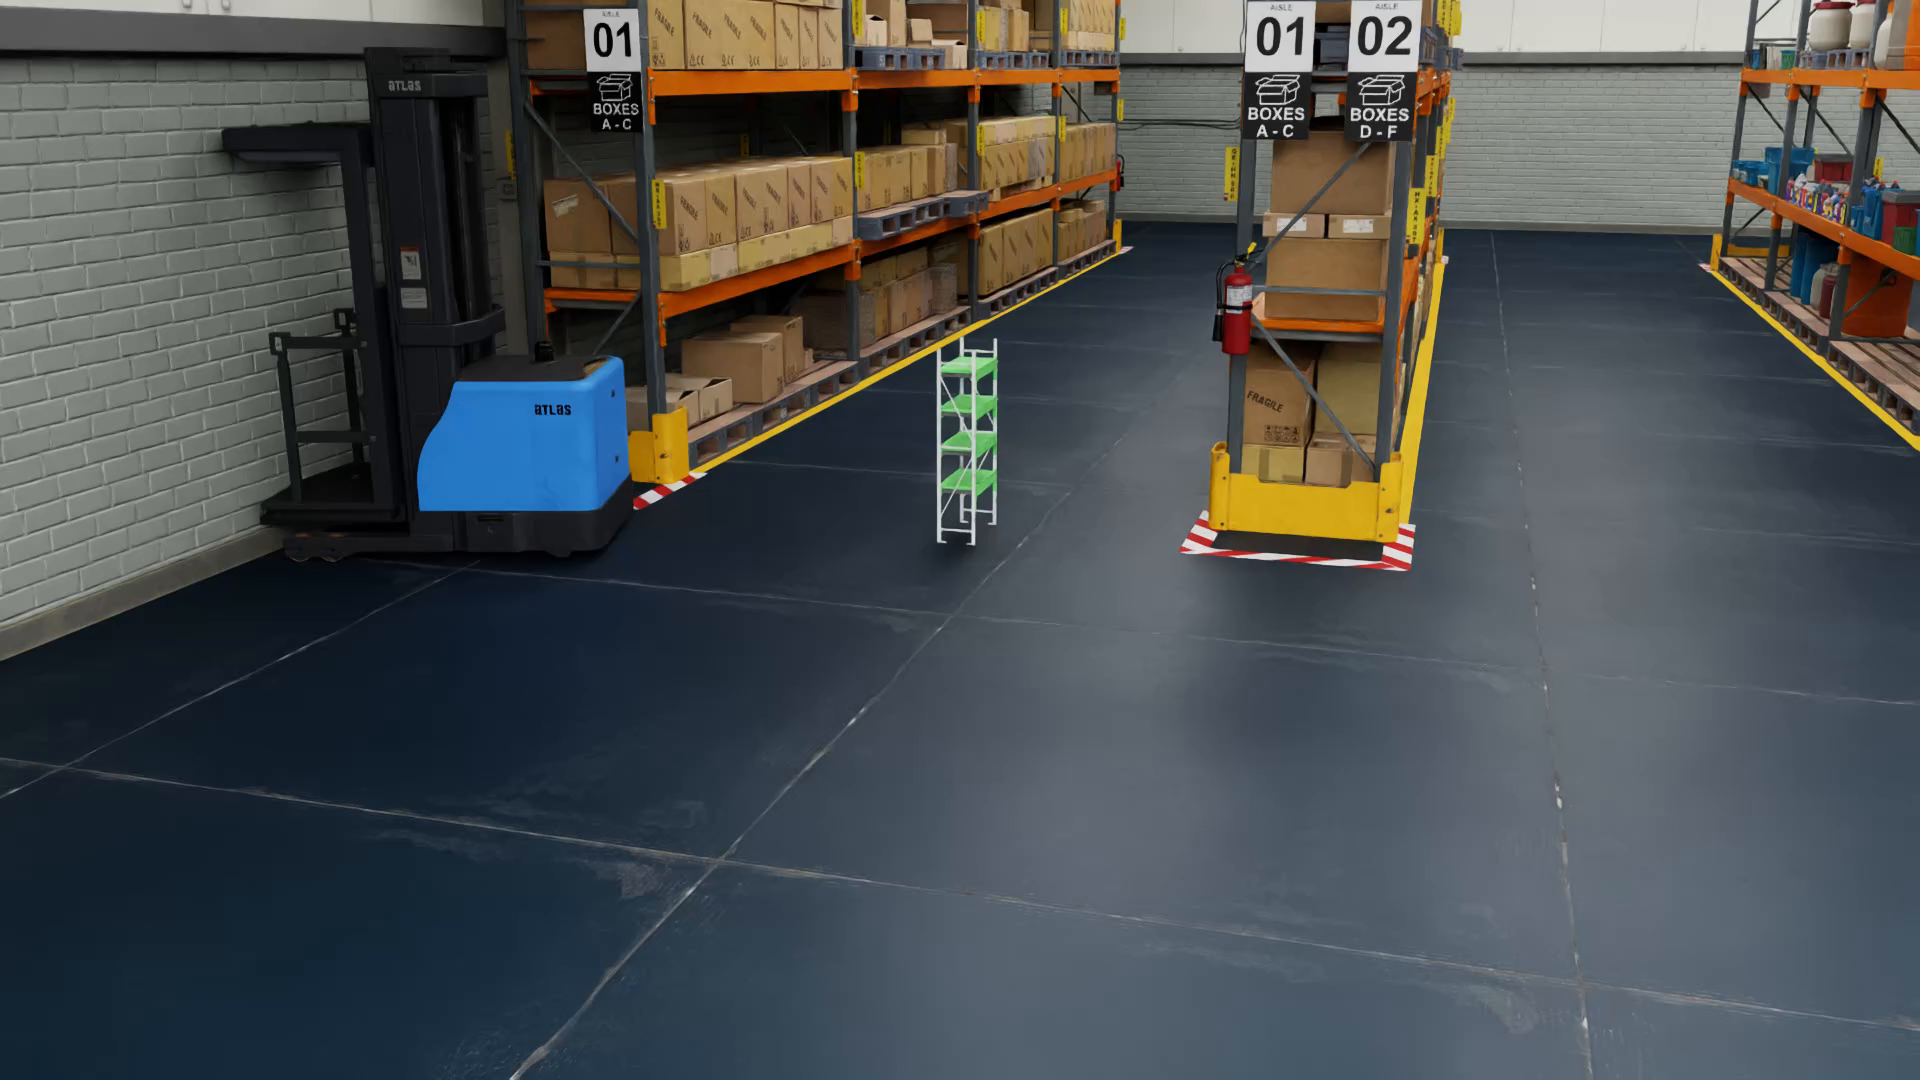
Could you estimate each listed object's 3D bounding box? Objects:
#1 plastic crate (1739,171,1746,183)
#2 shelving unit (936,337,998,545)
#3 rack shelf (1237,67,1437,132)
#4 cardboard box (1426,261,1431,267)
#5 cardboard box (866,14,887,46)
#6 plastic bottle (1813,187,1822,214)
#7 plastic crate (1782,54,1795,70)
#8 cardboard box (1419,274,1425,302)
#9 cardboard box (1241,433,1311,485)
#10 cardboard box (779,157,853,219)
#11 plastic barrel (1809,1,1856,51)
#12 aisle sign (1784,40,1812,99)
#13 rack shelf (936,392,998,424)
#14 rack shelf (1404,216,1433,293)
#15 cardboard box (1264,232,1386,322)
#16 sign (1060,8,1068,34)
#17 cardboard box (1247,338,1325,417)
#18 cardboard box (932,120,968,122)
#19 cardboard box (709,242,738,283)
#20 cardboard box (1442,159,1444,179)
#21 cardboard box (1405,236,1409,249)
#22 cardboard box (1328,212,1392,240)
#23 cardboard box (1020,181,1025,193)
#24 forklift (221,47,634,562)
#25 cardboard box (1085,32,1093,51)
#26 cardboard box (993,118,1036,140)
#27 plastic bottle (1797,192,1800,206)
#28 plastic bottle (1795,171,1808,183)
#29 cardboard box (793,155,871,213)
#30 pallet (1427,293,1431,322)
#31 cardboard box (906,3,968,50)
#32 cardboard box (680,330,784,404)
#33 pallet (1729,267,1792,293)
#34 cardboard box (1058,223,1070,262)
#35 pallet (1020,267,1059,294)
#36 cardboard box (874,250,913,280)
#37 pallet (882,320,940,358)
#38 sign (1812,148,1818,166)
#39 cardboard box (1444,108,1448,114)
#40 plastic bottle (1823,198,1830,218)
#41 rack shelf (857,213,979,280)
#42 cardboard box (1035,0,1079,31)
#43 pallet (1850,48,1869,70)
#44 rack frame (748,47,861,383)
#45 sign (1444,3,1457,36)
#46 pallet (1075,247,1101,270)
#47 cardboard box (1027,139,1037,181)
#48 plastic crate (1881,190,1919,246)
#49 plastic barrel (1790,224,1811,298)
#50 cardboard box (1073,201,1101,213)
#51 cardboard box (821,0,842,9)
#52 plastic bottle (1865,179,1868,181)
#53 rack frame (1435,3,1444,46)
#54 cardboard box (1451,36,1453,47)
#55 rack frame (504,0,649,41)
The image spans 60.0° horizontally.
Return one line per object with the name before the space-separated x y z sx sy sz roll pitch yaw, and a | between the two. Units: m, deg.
plastic crate | 10.732 -4.928 22.581 0.250 0.136 0.298 5 16 16
shelving unit | 0.047 -0.621 10.318 0.258 1.200 0.503 5 16 16
rack shelf | 2.755 -3.140 11.723 1.077 0.370 4.000 5 16 16
cardboard box | 5.007 -2.856 18.676 0.500 0.500 0.500 4 16 14
cardboard box | -1.020 -4.849 15.826 0.500 0.311 0.500 5 17 18
plastic bottle | 9.329 -3.692 18.064 0.061 0.283 0.133 5 16 16
plastic crate | 10.175 -5.749 19.993 0.450 0.188 0.662 5 16 16
cardboard box | 4.547 -2.605 17.259 0.500 0.311 0.500 5 17 17
cardboard box | 2.055 -0.562 11.083 0.500 0.250 0.500 5 16 16
cardboard box | -1.265 -3.100 14.624 0.500 0.500 0.500 5 16 16
plastic barrel | 9.955 -5.866 18.998 0.433 0.535 0.433 0 16 0
aisle sign | 11.783 -6.567 23.221 0.394 0.787 0.004 5 16 16
rack shelf | 0.047 -0.790 10.270 0.258 0.148 0.480 5 16 16
rack shelf | 3.891 -2.743 15.822 1.077 0.370 4.000 5 16 16
cardboard box | 2.331 -1.689 10.603 0.700 0.500 0.500 5 16 16
sign | 1.369 -6.846 21.947 0.100 0.325 0.005 5 16 16
cardboard box | 2.324 -1.186 11.907 0.500 0.500 0.500 5 16 16
cardboard box | -0.111 -4.965 20.198 0.500 0.250 0.500 4 16 14
cardboard box | -1.987 -2.080 12.404 0.500 0.250 0.500 4 16 14
cardboard box | 6.576 -5.349 23.508 0.500 0.500 0.500 5 17 16
cardboard box | 3.771 -2.661 14.674 0.380 0.149 0.250 5 16 16
cardboard box | 2.504 -1.966 10.390 0.380 0.149 0.250 5 16 15
cardboard box | 0.618 -4.491 21.091 0.380 0.149 0.250 4 16 14
forklift | -3.630 -1.425 9.981 3.031 2.935 1.130 0 16 1
cardboard box | 1.592 -7.090 23.656 0.500 0.250 0.500 4 16 14
cardboard box | 0.659 -5.195 21.009 0.500 0.250 0.500 5 17 17
plastic bottle | 9.629 -3.912 18.988 0.097 0.201 0.097 0 16 0
plastic bottle | 9.922 -4.173 19.634 0.144 0.351 0.185 5 16 16
cardboard box | -1.250 -3.339 15.616 0.700 0.500 0.500 5 16 16
pallet | 5.057 -2.781 19.749 1.003 0.211 1.213 5 16 16
cardboard box | -0.211 -5.827 18.891 0.700 0.500 0.500 3 16 12
cardboard box | -1.863 -1.423 13.624 0.700 0.500 0.500 4 16 12
pallet | 10.861 -3.448 22.098 1.003 0.211 1.213 5 16 16
cardboard box | 1.157 -4.229 23.554 0.700 0.500 0.500 5 17 17
pallet | 0.699 -3.493 22.257 1.003 0.211 1.213 5 16 16
cardboard box | -0.809 -2.894 17.435 0.500 0.250 0.500 5 16 16
pallet | -0.863 -2.132 17.458 1.003 0.211 1.213 5 16 16
sign | 12.013 -5.360 23.432 0.100 0.325 0.005 5 16 16
cardboard box | 6.293 -5.559 22.416 0.500 0.500 0.500 4 16 14
plastic bottle | 9.196 -3.513 17.581 0.097 0.201 0.097 0 16 0
rack shelf | -0.859 -3.126 17.173 1.077 0.370 4.000 5 16 16
cardboard box | 1.317 -7.189 22.628 0.500 0.500 0.500 4 16 15
pallet | 9.519 -4.772 16.506 1.003 0.211 1.213 5 16 16
rack frame | -1.427 -2.949 15.230 1.000 3.000 0.127 5 16 16
sign | 4.990 -5.297 16.918 0.100 0.325 0.005 5 16 16
pallet | 1.482 -4.214 24.798 1.003 0.211 1.213 5 16 16
cardboard box | 0.670 -4.838 21.123 0.500 0.500 0.500 5 16 16
plastic crate | 8.455 -2.859 14.795 0.402 0.464 0.583 5 16 16
plastic barrel | 10.174 -3.325 19.632 0.600 0.901 0.708 5 16 16
cardboard box | 1.946 -5.095 25.416 0.380 0.149 0.250 5 17 17
cardboard box | -1.310 -4.779 14.131 0.500 0.500 0.500 3 16 11
plastic bottle | 10.543 -4.086 19.465 0.152 0.276 0.135 5 16 16
rack frame | 4.460 -6.499 16.750 1.000 3.000 0.127 5 16 16
cardboard box | 6.690 -7.032 23.485 0.500 0.250 0.500 5 16 16
rack frame | -2.564 -4.789 10.722 1.000 3.000 0.127 5 16 16
